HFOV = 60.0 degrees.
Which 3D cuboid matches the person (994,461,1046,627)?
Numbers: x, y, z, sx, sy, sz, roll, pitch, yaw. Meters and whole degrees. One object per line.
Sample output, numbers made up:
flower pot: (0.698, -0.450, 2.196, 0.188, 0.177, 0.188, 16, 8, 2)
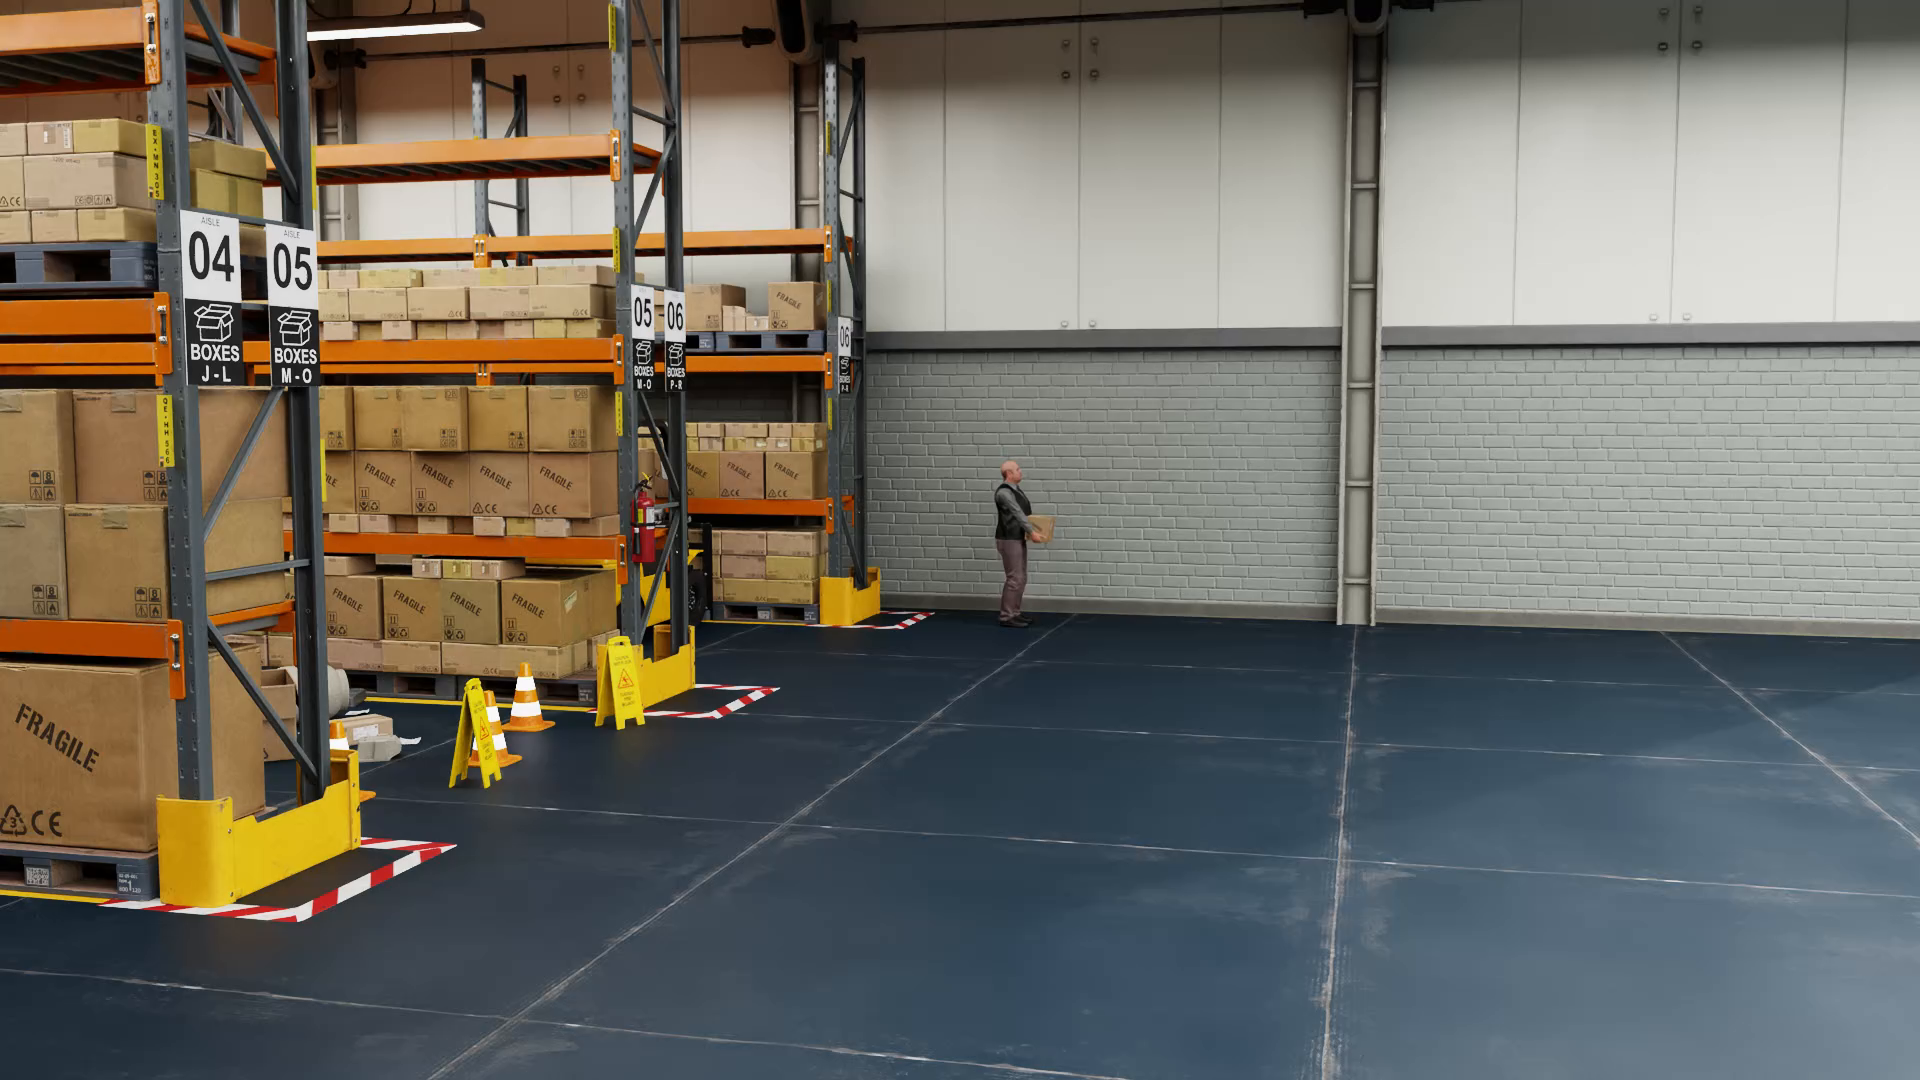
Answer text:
person: (0.656, 0.035, 17.293, 0.554, 1.714, 0.494, 1, 5, 15)
